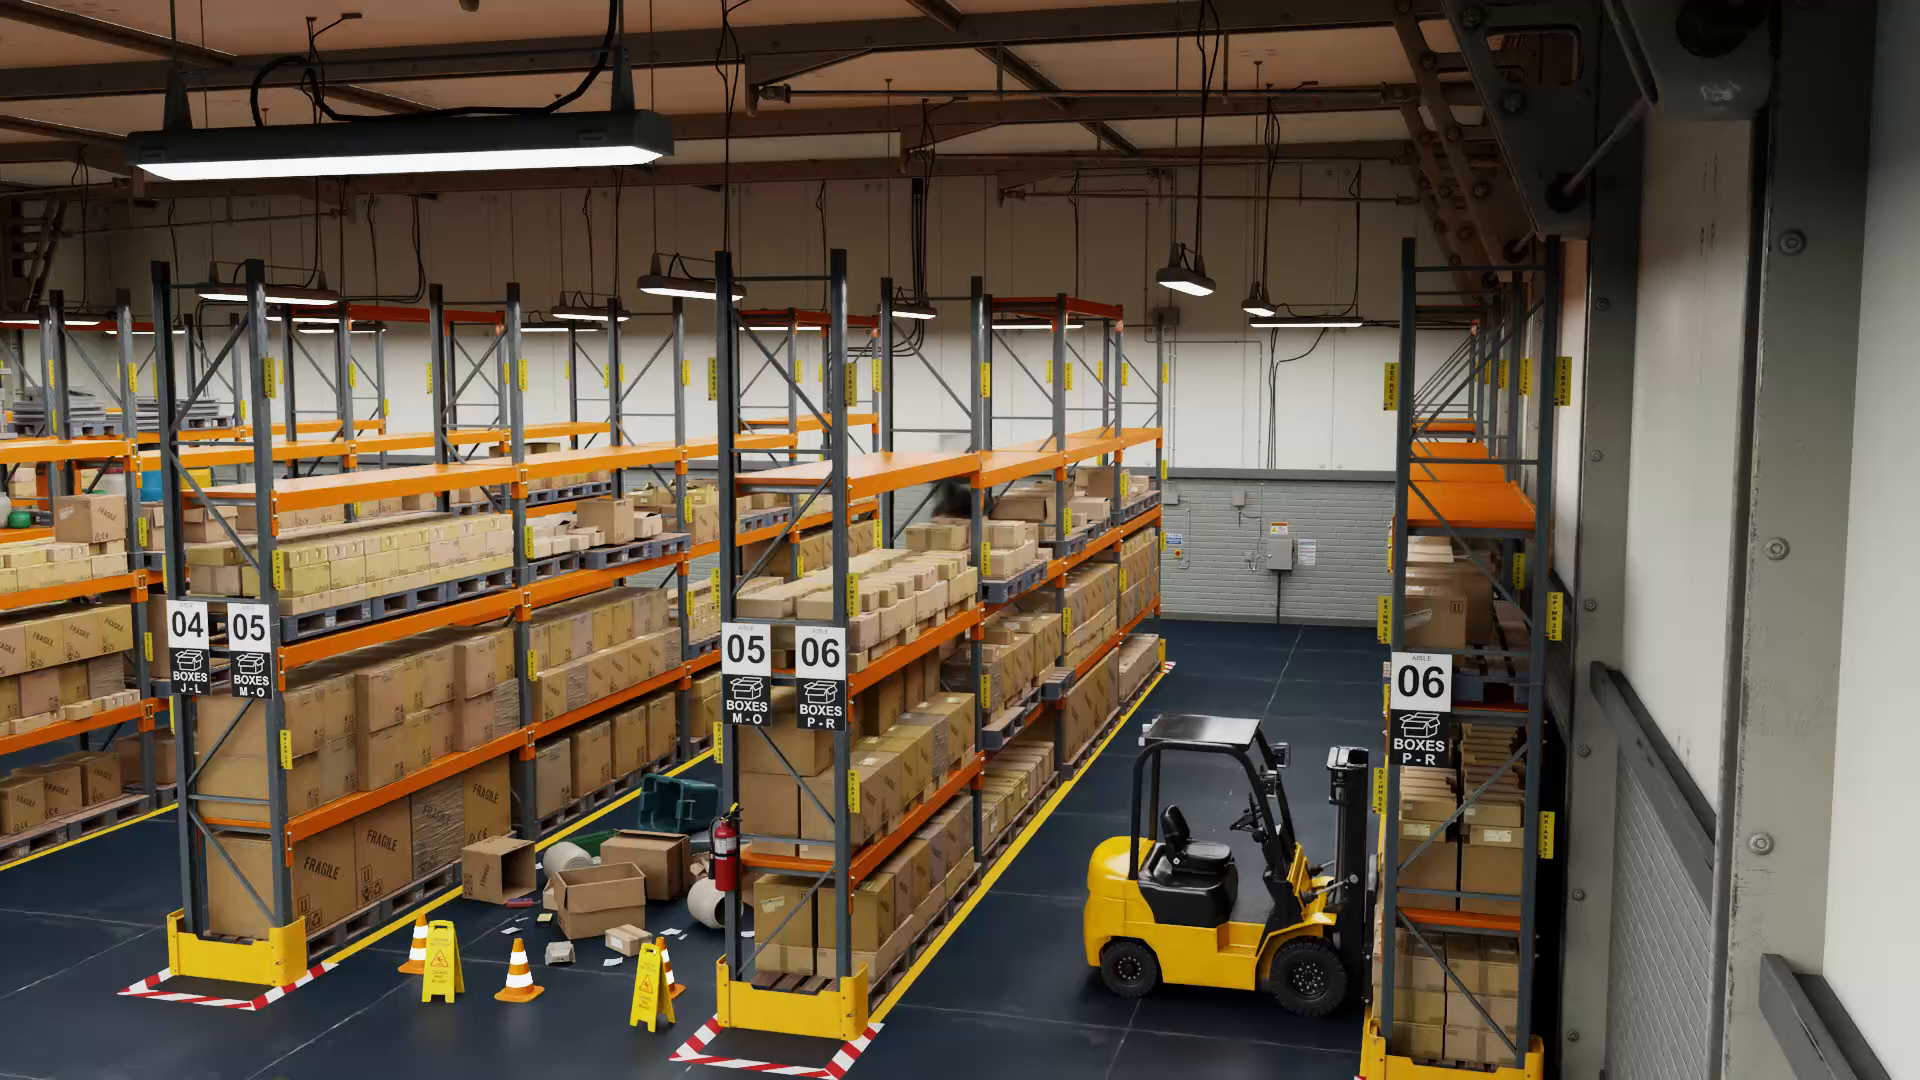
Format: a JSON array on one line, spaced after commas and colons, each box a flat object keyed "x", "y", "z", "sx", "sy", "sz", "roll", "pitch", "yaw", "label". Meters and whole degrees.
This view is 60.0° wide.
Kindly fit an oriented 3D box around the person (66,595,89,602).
[{"x": -15.449, "y": 1.228, "z": 28.923, "sx": 0.624, "sy": 1.770, "sz": 0.667, "roll": 1, "pitch": 6, "yaw": 13, "label": "person"}]
